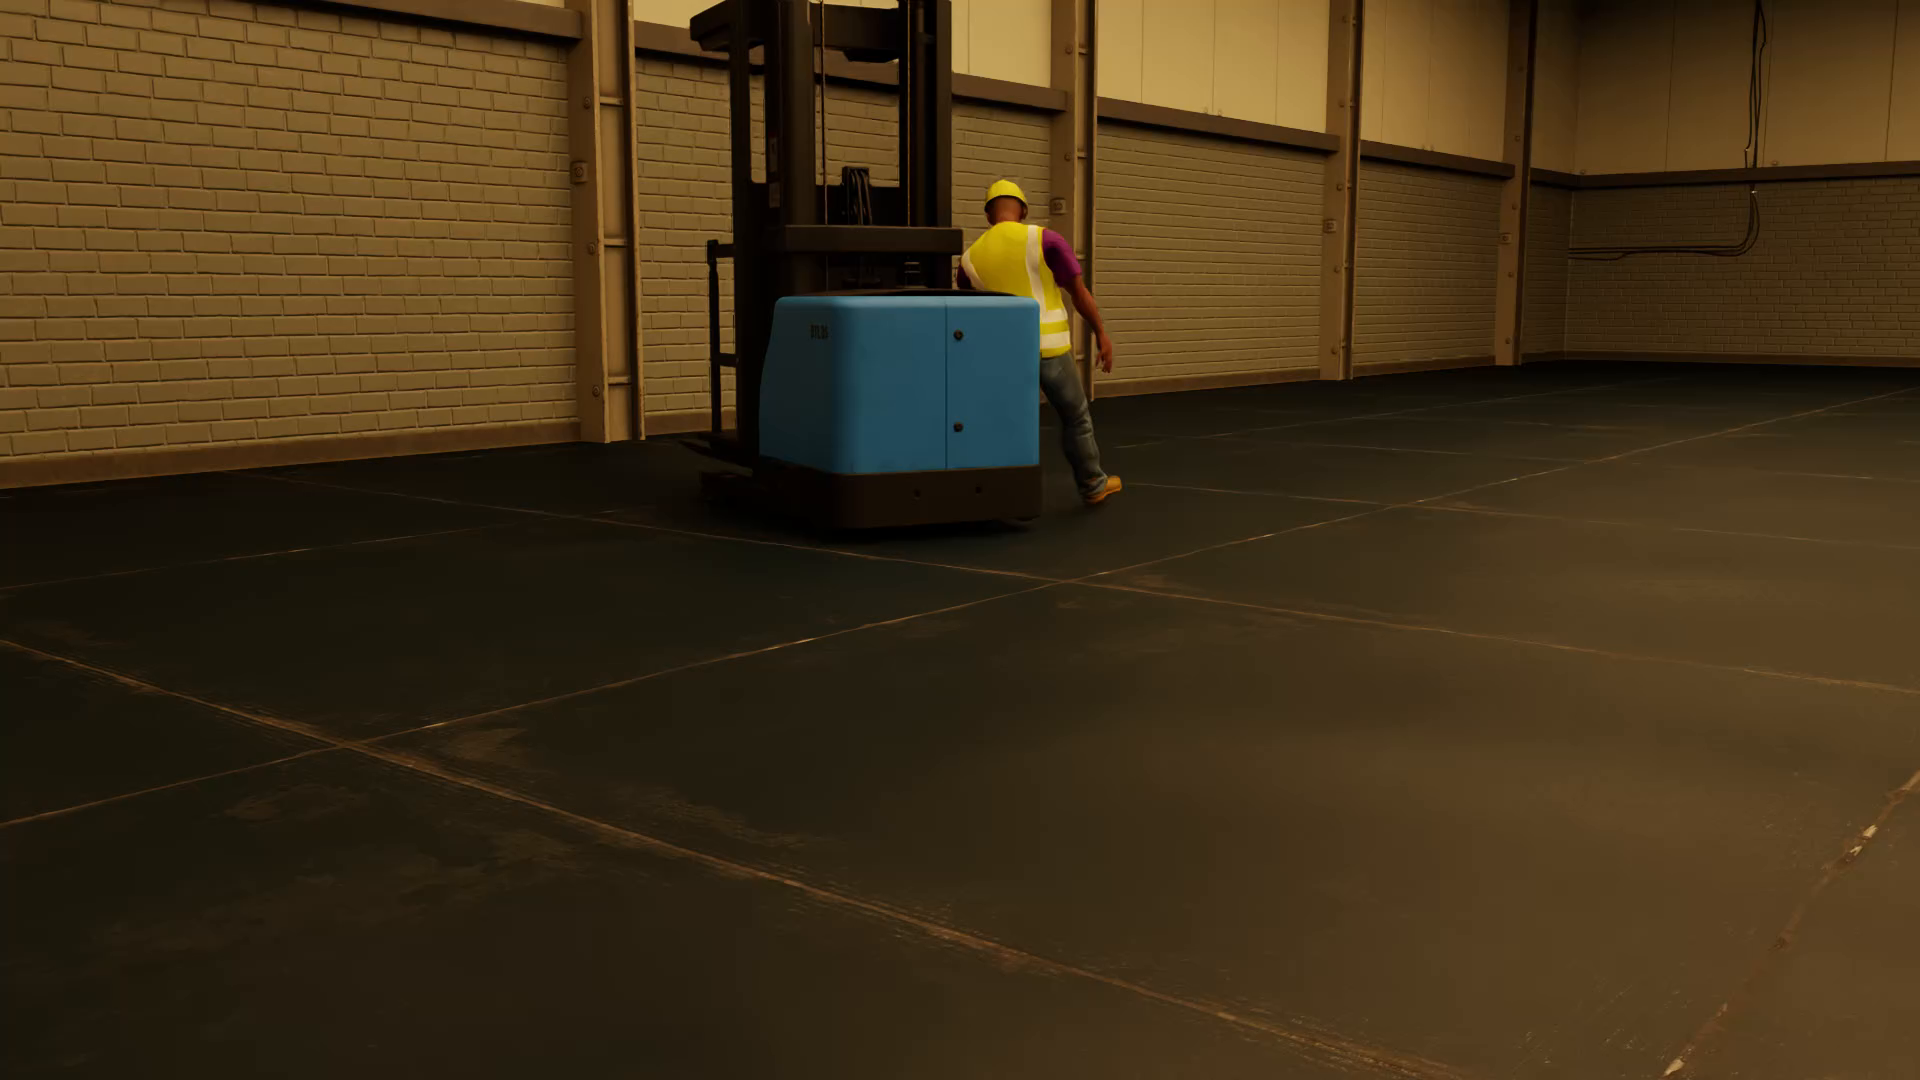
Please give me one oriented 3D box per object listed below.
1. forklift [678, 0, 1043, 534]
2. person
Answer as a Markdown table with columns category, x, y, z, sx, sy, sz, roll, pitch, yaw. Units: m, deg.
| category | x | y | z | sx | sy | sz | roll | pitch | yaw |
| --- | --- | --- | --- | --- | --- | --- | --- | --- | --- |
| forklift | -0.719 | -1.652 | 8.570 | 1.130 | 2.935 | 3.031 | -4 | 9 | -26 |
| person | 0.360 | -0.963 | 8.276 | 0.917 | 1.613 | 0.967 | 3 | 9 | 22 |
